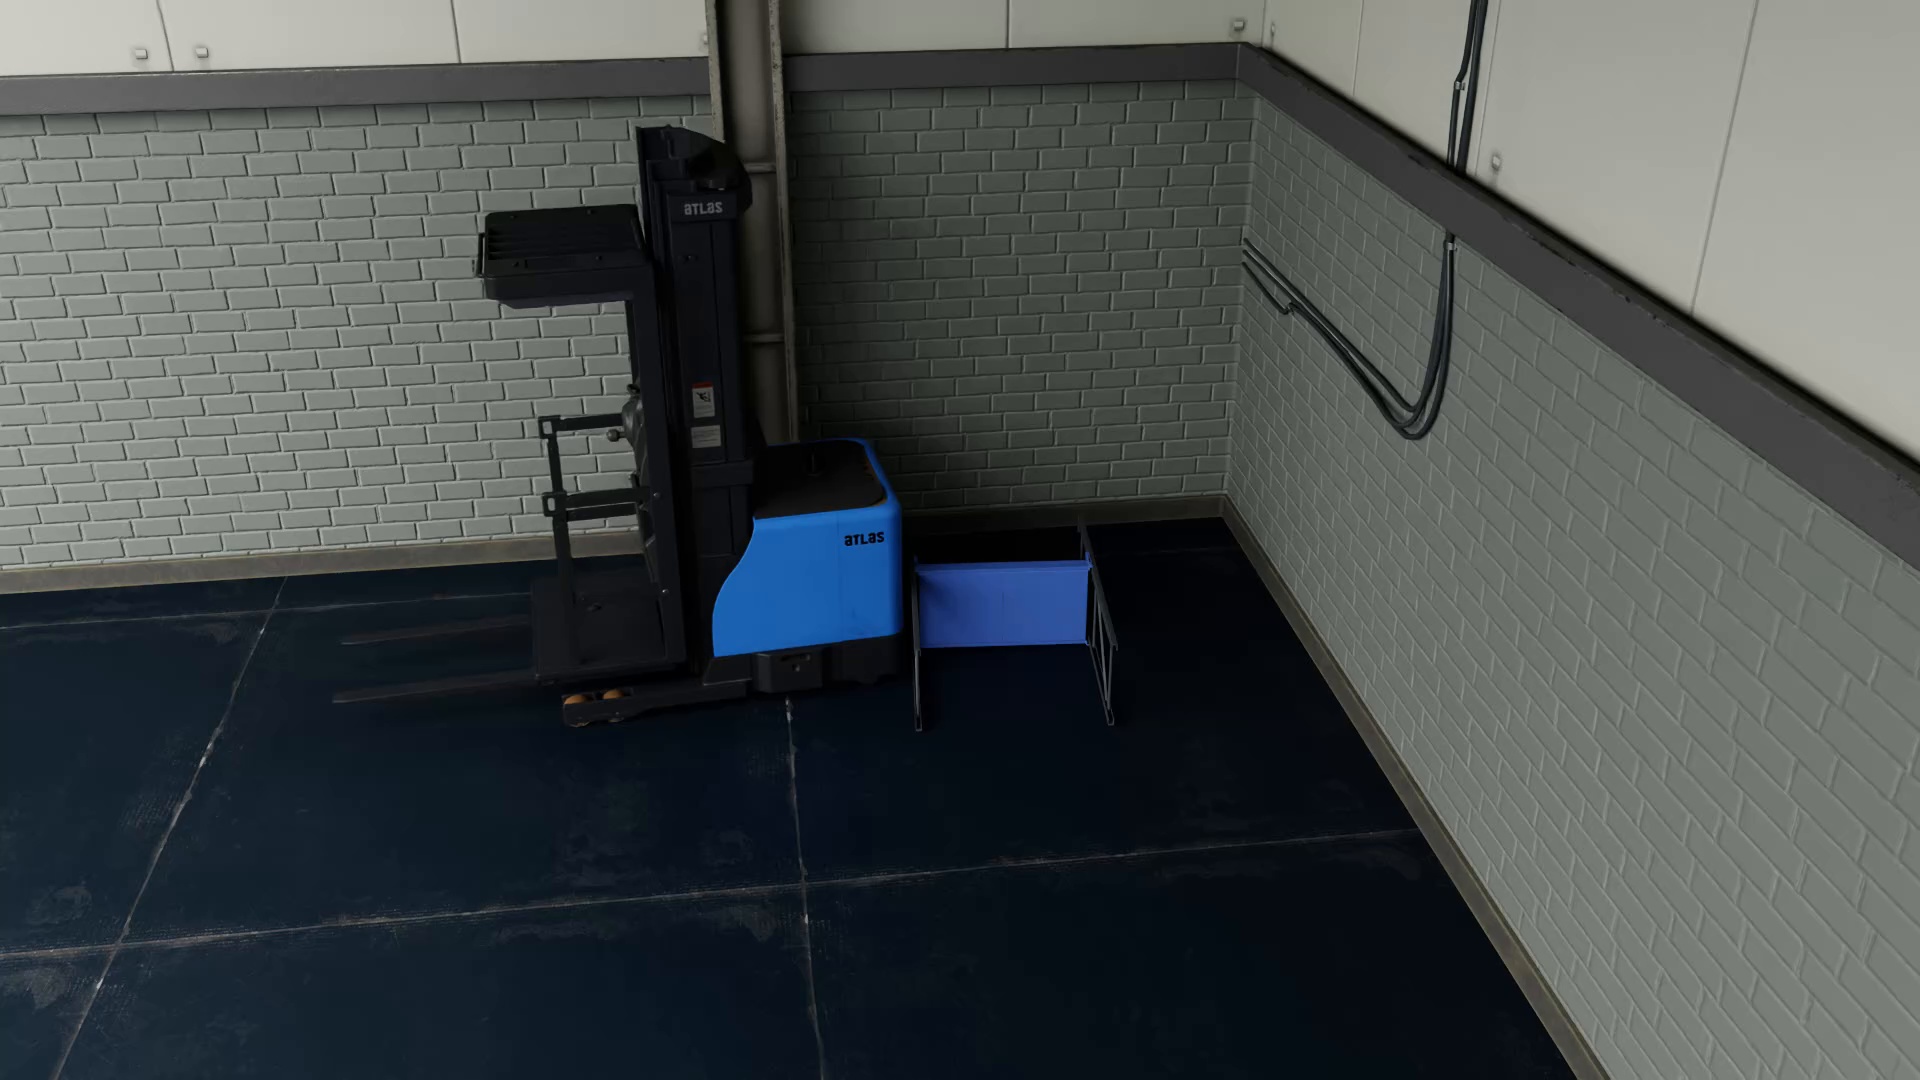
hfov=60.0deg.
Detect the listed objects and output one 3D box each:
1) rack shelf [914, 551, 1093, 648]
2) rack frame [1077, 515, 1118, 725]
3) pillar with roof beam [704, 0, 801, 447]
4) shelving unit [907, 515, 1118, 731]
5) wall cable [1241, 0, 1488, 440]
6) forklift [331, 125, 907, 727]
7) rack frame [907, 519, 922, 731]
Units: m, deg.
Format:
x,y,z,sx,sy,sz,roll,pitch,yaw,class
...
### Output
x,y,z,sx,sy,sz,roll,pitch,yaw,class
0.241,0.347,9.484,1.000,0.538,0.185,-1,27,-3,rack shelf
0.758,0.417,9.349,0.032,0.500,1.500,-1,27,-3,rack frame
-0.586,-1.972,4.736,0.400,9.000,9.100,-4,27,-7,pillar with roof beam
0.250,0.429,9.324,1.048,0.538,1.500,-1,27,-3,shelving unit
1.916,-2.126,8.437,0.112,2.526,3.097,-4,27,-7,wall cable
-1.870,-0.579,8.669,3.031,2.935,1.130,-6,28,-12,forklift
-0.257,0.442,9.300,0.032,0.500,1.500,-1,27,-3,rack frame
